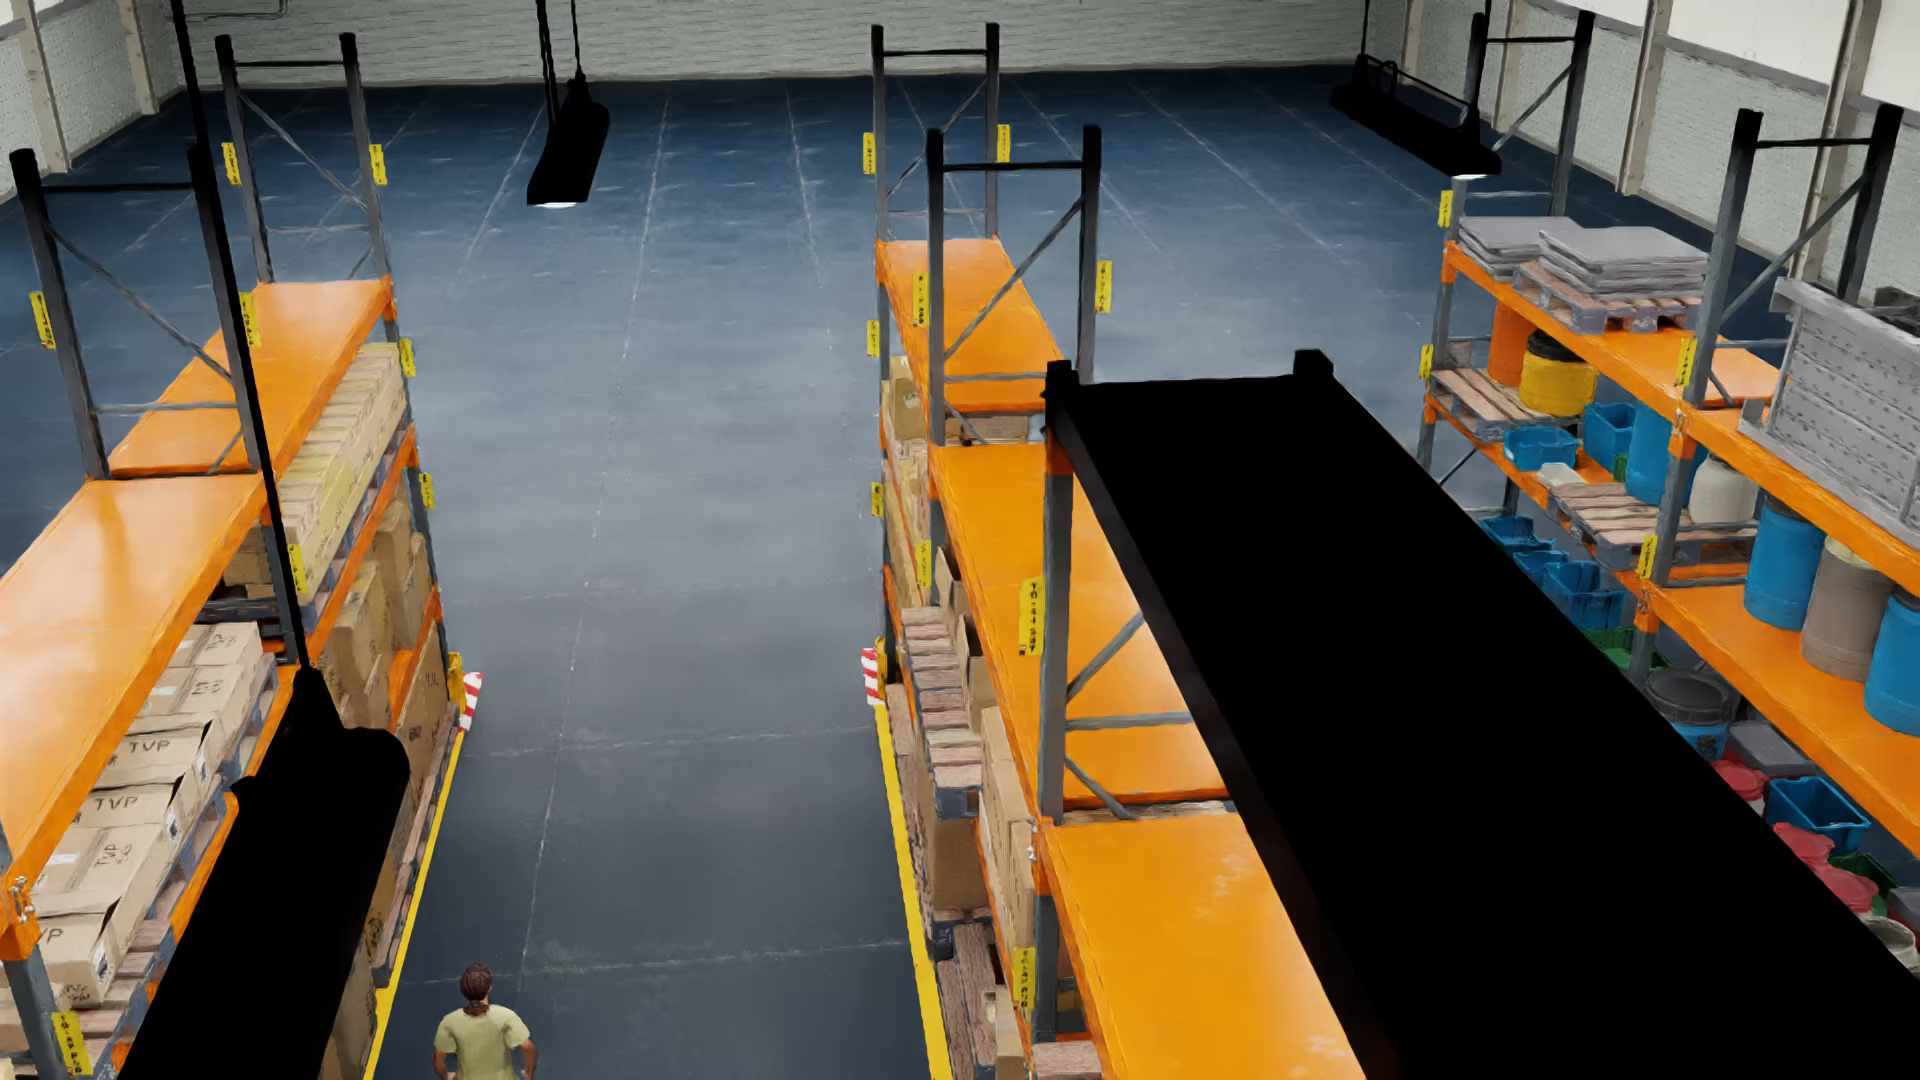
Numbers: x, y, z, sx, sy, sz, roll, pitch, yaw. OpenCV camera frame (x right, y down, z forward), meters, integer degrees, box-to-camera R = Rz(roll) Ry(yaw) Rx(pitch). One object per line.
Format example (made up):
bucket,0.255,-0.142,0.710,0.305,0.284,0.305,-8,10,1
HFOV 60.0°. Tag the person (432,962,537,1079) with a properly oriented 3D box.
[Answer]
person,-2.777,3.251,9.828,0.598,1.618,0.507,-4,26,-8
